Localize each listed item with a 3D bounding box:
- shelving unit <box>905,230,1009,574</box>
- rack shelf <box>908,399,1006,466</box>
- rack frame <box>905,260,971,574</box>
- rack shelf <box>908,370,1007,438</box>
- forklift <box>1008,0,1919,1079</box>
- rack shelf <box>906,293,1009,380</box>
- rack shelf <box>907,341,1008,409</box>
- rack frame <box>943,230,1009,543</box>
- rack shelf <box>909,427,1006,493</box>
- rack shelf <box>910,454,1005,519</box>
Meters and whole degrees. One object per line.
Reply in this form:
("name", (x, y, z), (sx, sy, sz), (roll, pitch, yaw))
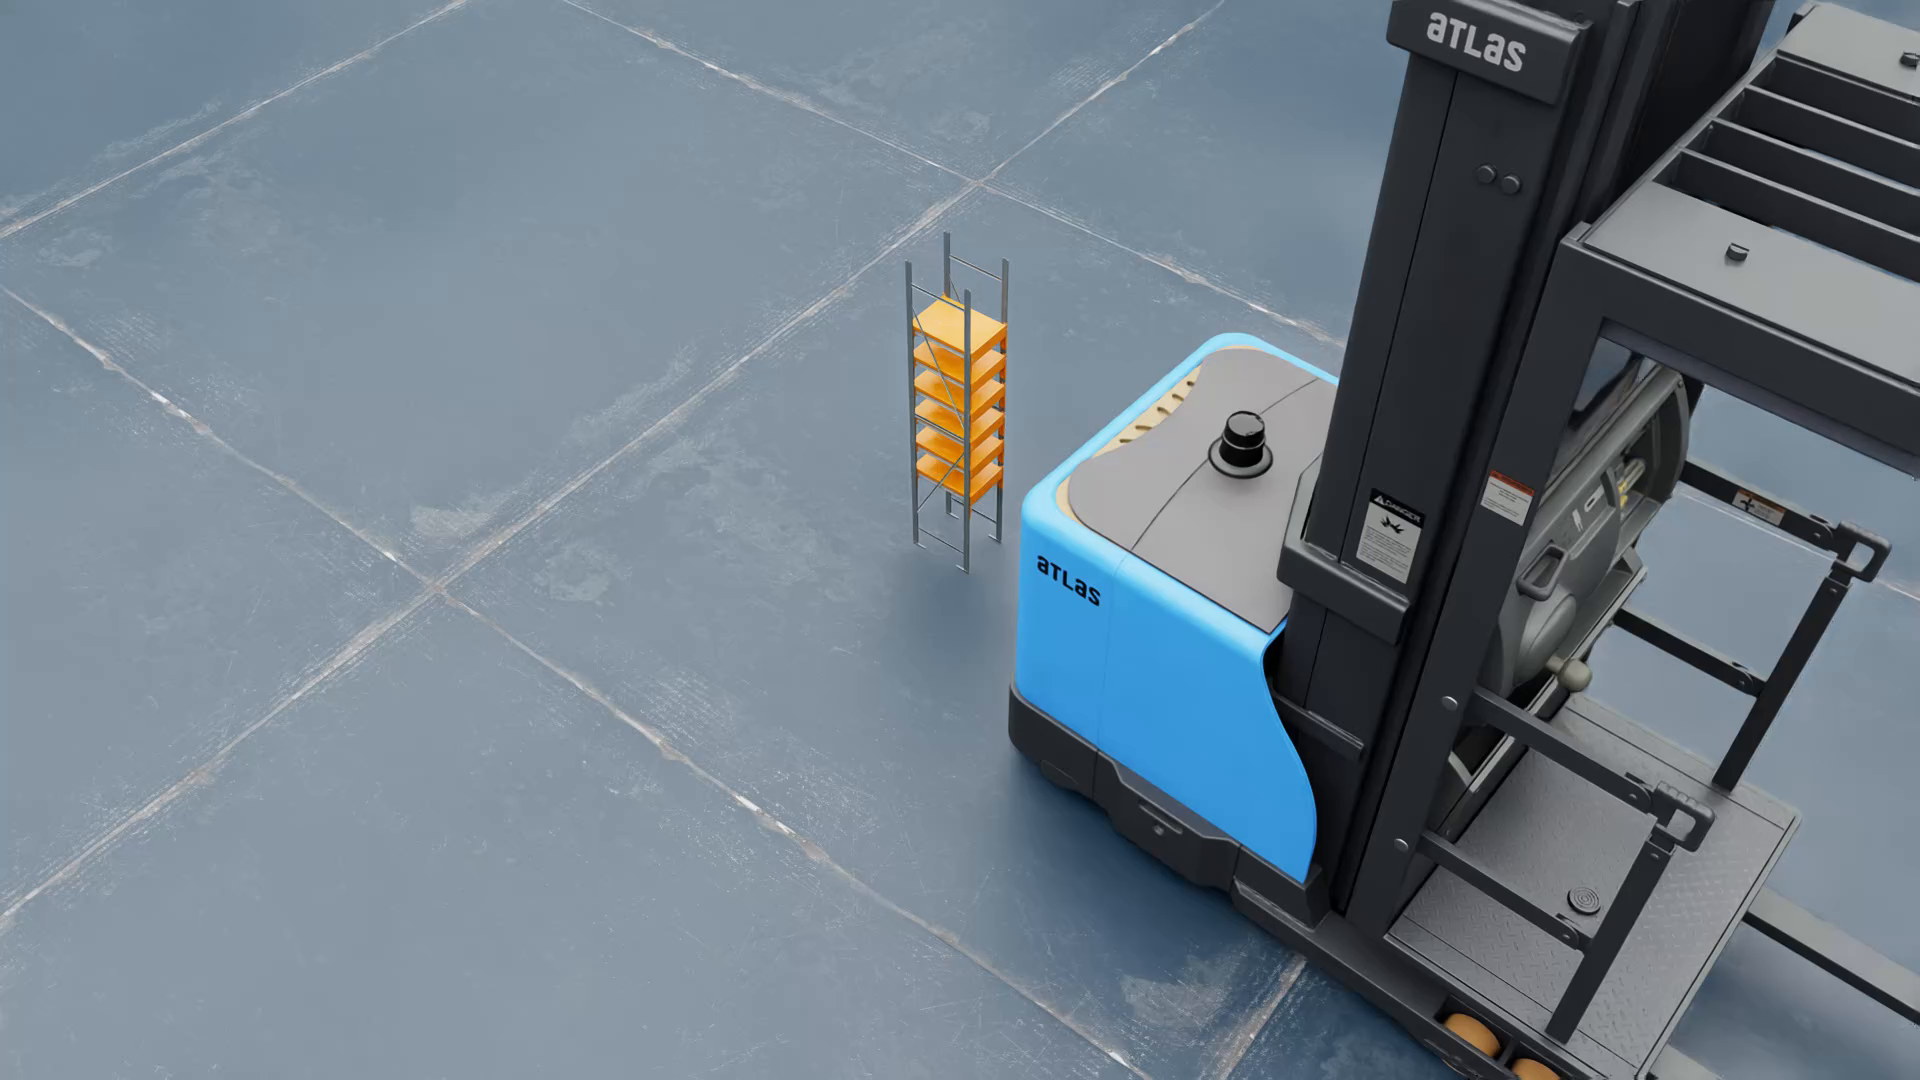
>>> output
("shelving unit", (-0.009, -0.406, 5.308), (0.258, 1.200, 0.189), (29, 53, 25))
("rack shelf", (-0.009, -0.375, 5.340), (0.258, 0.103, 0.180), (29, 53, 25))
("rack frame", (-0.065, -0.354, 5.258), (0.240, 1.200, 0.006), (29, 53, 25))
("rack shelf", (-0.009, -0.458, 5.254), (0.258, 0.103, 0.180), (29, 53, 25))
("forklift", (1.593, 0.056, 3.669), (3.031, 2.935, 1.130), (32, 54, 27))
("rack shelf", (-0.009, -0.624, 5.080), (0.258, 0.103, 0.180), (29, 53, 25))
("rack shelf", (-0.009, -0.541, 5.167), (0.258, 0.103, 0.180), (29, 53, 25))
("rack frame", (0.047, -0.459, 5.358), (0.240, 1.200, 0.006), (29, 53, 25))
("rack shelf", (-0.009, -0.293, 5.427), (0.258, 0.103, 0.180), (29, 53, 25))
("rack shelf", (-0.009, -0.210, 5.514), (0.258, 0.103, 0.180), (29, 53, 25))
